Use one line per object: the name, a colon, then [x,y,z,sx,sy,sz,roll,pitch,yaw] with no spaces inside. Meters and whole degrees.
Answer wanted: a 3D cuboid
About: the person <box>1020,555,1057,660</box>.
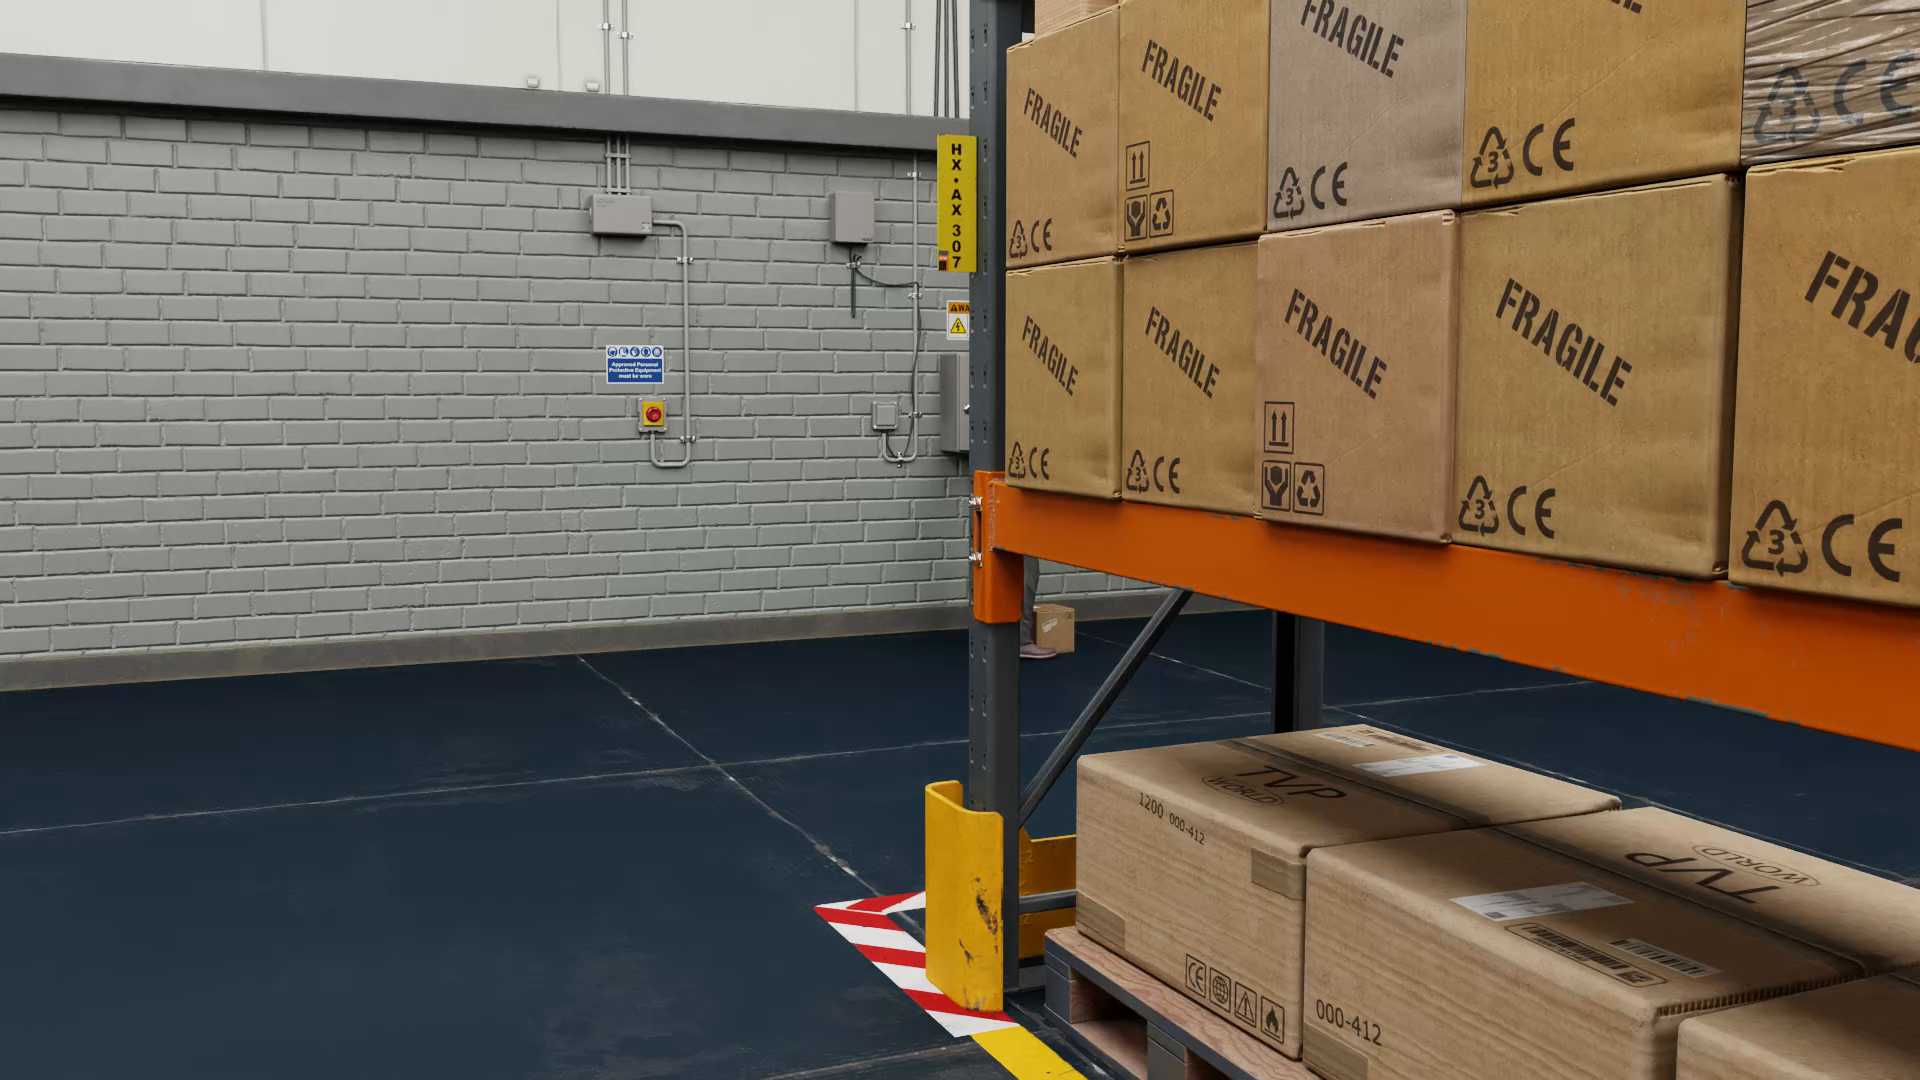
person: [0.299,-0.176,9.355,0.348,1.655,0.528,-3,6,-26]
